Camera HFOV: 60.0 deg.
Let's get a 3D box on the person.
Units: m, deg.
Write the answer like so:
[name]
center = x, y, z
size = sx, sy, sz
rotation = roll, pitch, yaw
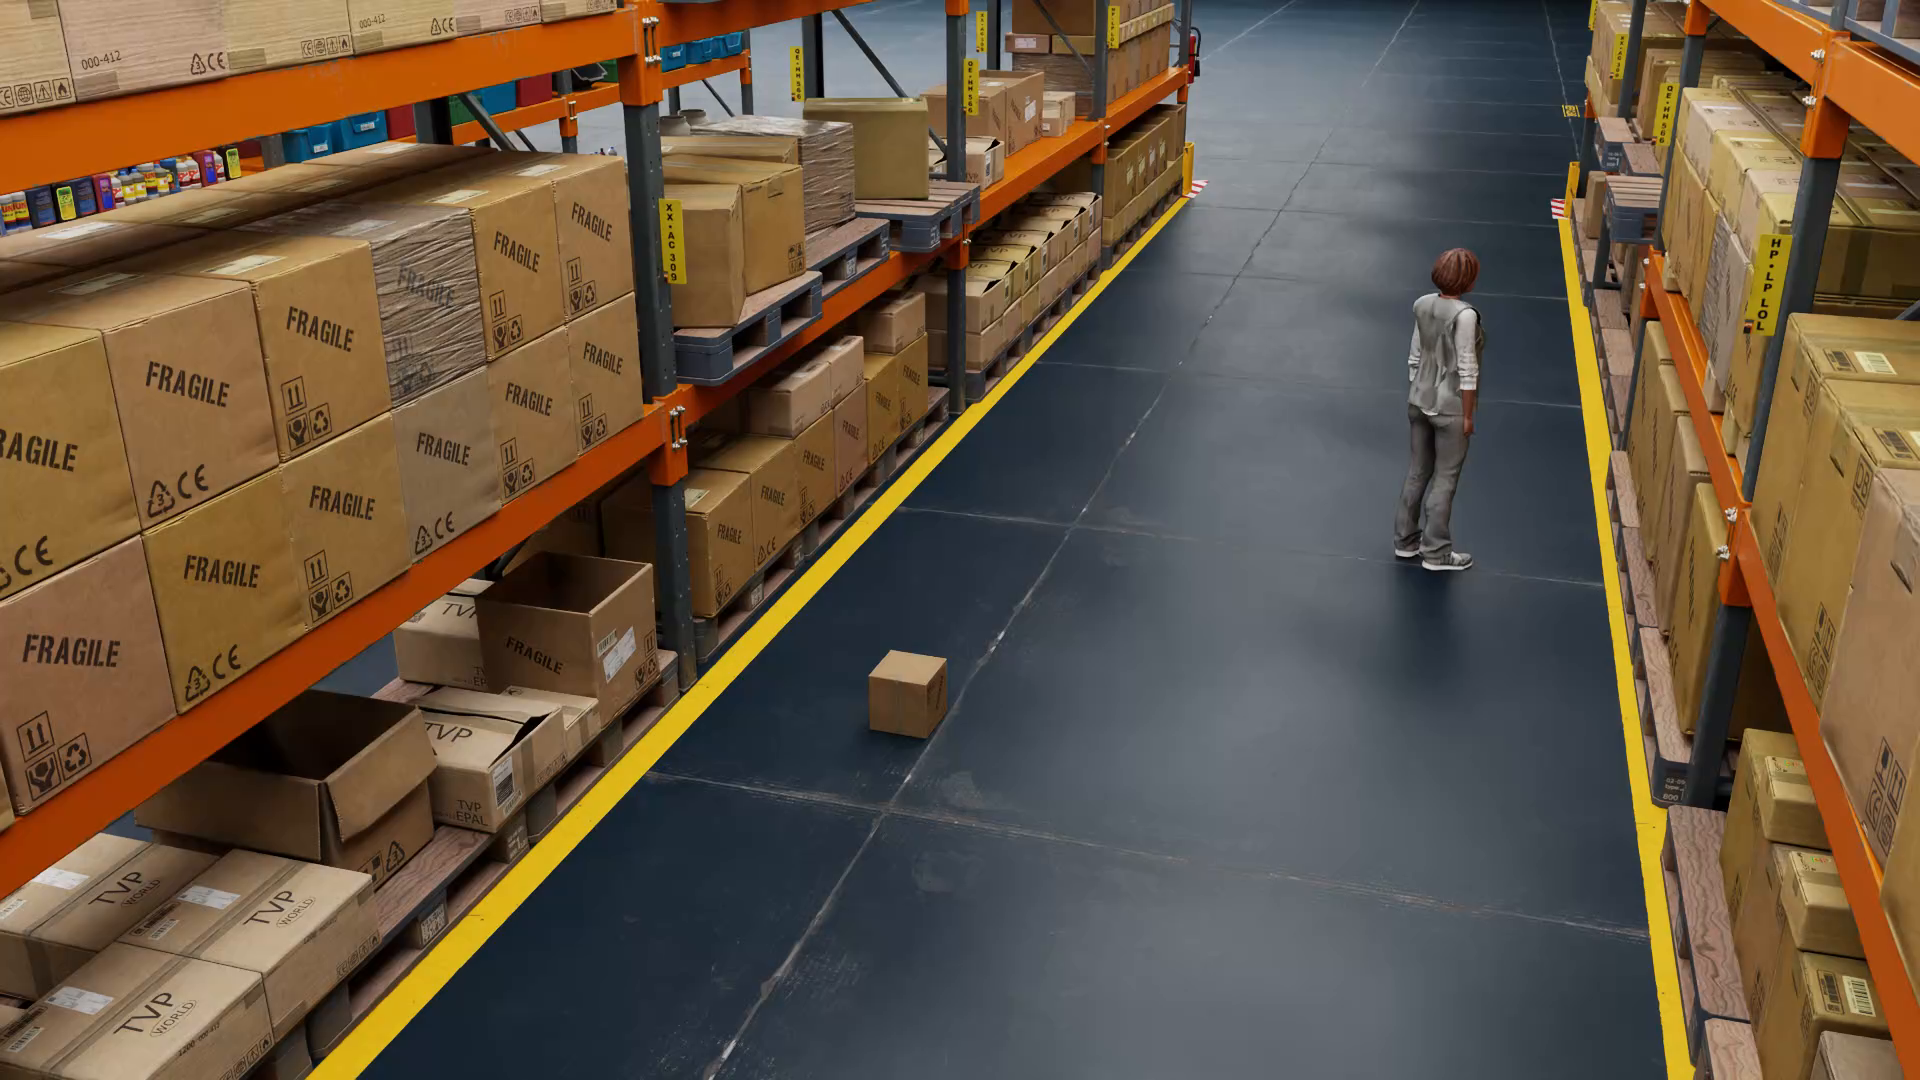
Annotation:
[person]
center = 2.369, -0.639, 8.154
size = 0.314, 1.604, 0.408
rotation = -11, 25, -25
